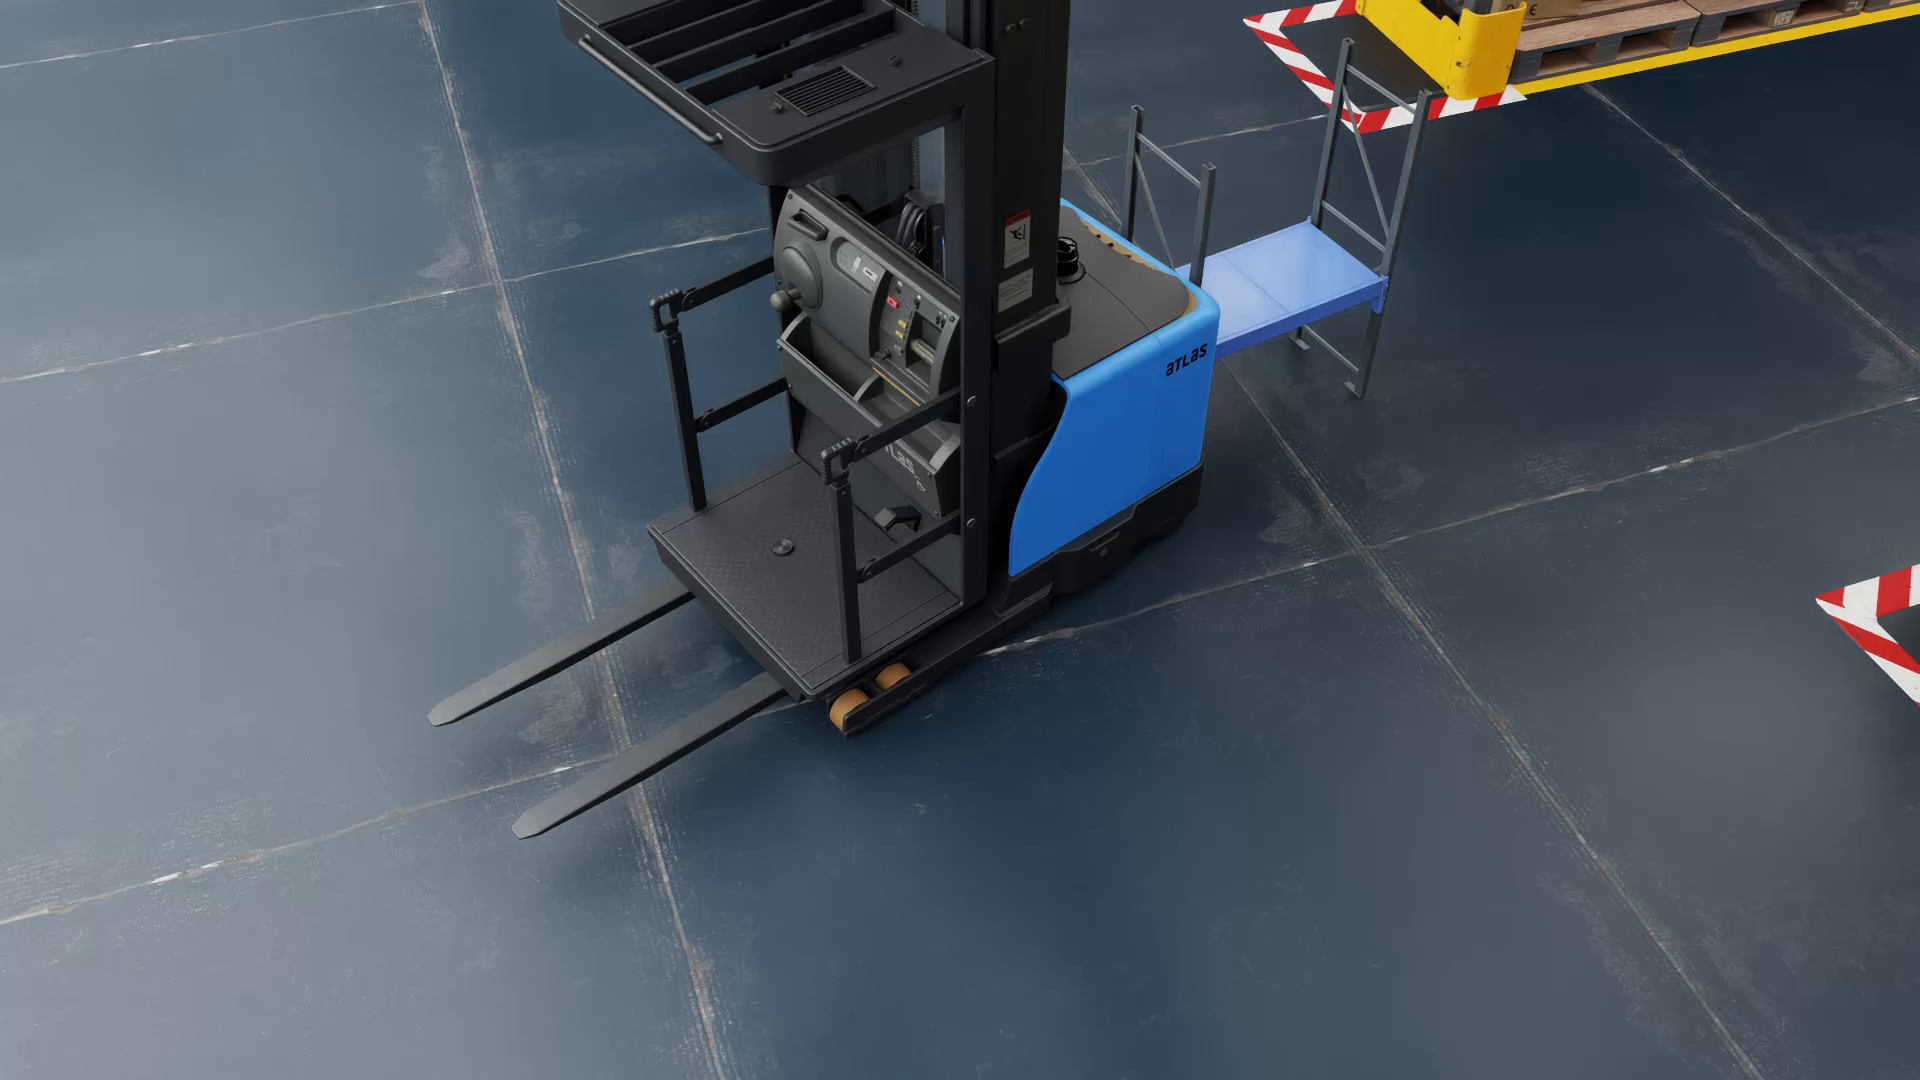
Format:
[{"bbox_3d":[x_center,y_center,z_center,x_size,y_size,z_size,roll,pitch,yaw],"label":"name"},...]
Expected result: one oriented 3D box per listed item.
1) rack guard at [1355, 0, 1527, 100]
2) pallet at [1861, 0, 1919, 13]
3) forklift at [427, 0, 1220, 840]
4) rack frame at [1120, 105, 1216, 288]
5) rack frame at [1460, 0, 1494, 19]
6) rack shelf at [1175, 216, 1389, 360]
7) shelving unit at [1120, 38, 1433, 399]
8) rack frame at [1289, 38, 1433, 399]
[{"bbox_3d":[2.694,-3.016,9.403,0.348,0.500,1.175,-14,47,-14],"label":"rack guard"},{"bbox_3d":[5.765,-3.673,10.262,1.213,0.211,1.003,-14,47,-14],"label":"pallet"},{"bbox_3d":[8.688,1.473,3.212,13.267,2.935,17.602,-30,52,-27],"label":"forklift"},{"bbox_3d":[0.782,-0.953,6.641,0.032,1.500,0.500,-22,49,-21],"label":"rack frame"},{"bbox_3d":[2.622,-3.880,8.500,0.127,3.000,1.000,-14,47,-14],"label":"rack frame"},{"bbox_3d":[1.221,-1.007,6.949,1.000,0.185,0.538,-22,49,-21],"label":"rack shelf"},{"bbox_3d":[1.221,-1.134,6.822,1.048,1.500,0.538,-22,49,-21],"label":"shelving unit"},{"bbox_3d":[1.661,-1.315,7.002,0.032,1.500,0.500,-22,49,-21],"label":"rack frame"}]
